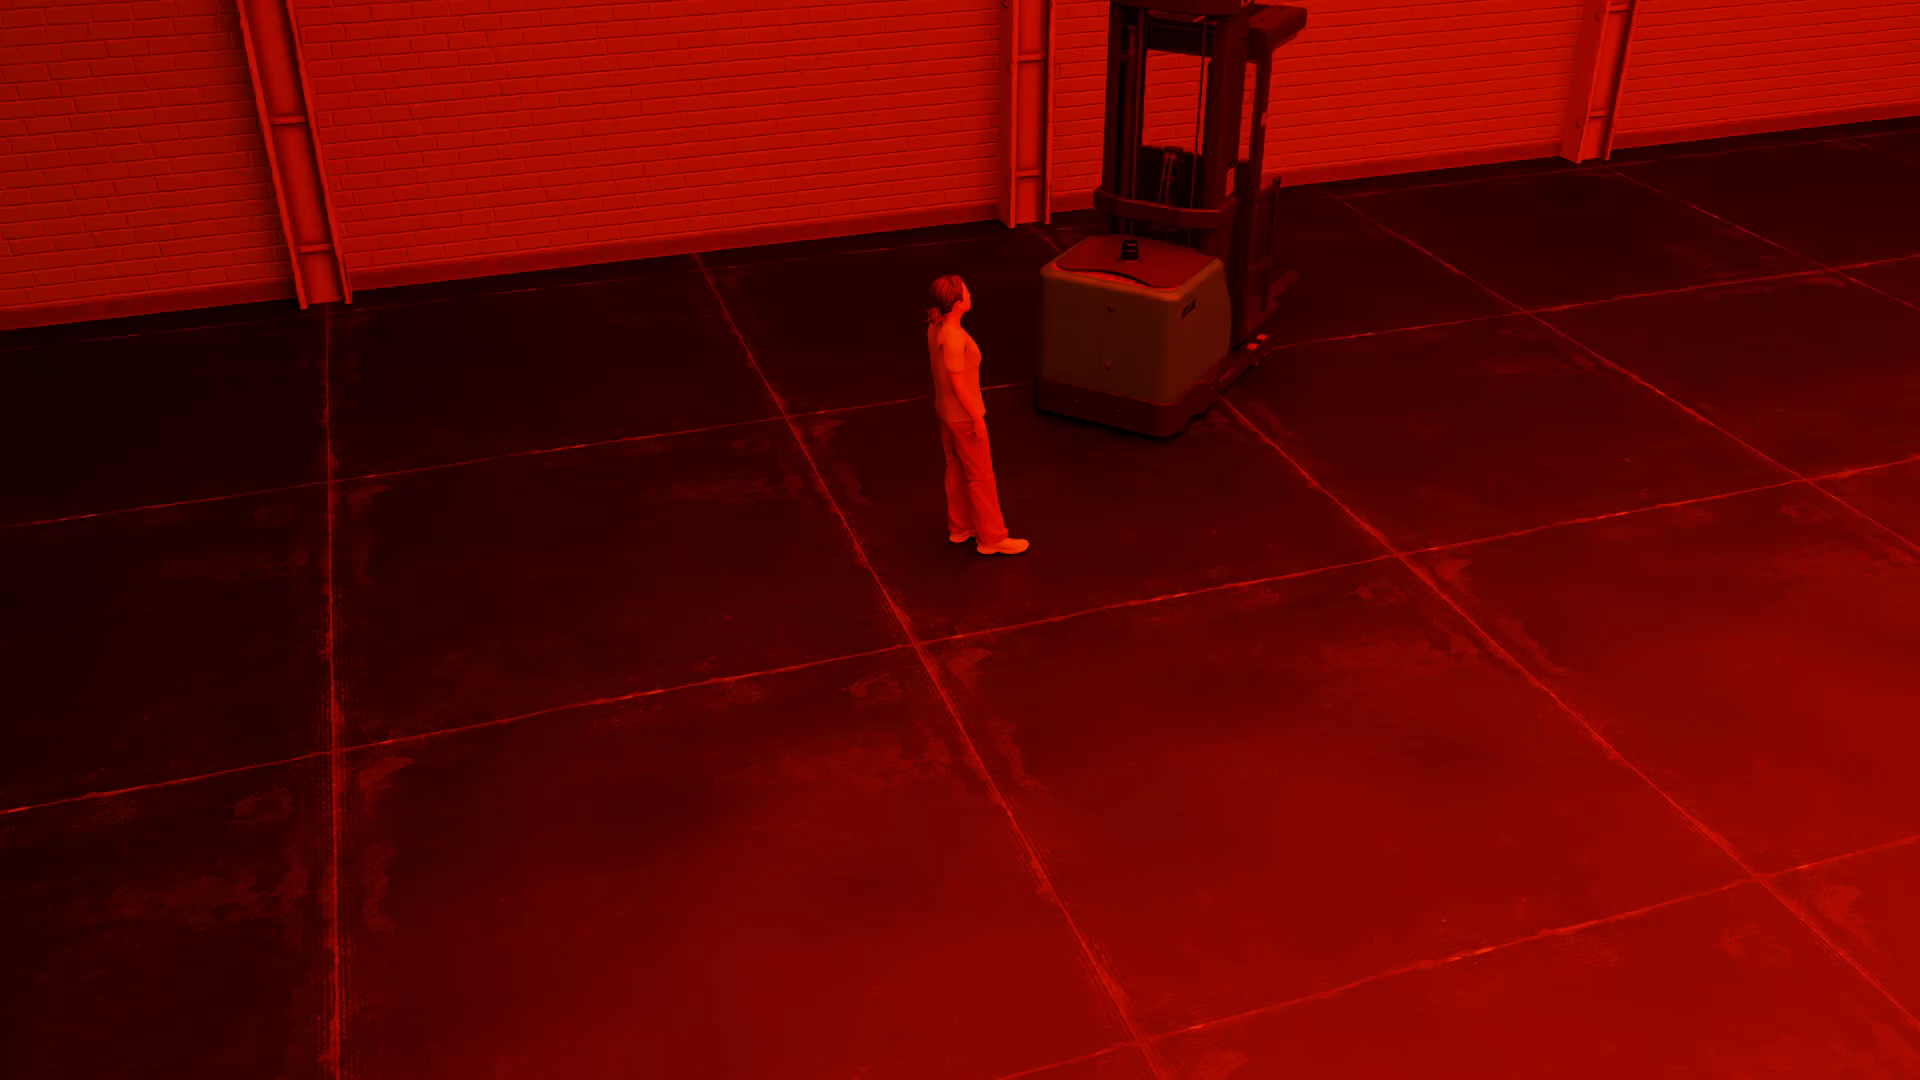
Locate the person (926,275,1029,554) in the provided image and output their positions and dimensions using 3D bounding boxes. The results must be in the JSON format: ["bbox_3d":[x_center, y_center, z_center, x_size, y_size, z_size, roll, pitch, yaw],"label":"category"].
[{"bbox_3d":[0.073,-0.739,9.616,0.549,1.676,0.554,-10,31,-16],"label":"person"}]

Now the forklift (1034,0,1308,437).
[{"bbox_3d":[1.678,-2.657,11.706,1.130,2.935,3.031,16,34,25],"label":"forklift"}]
